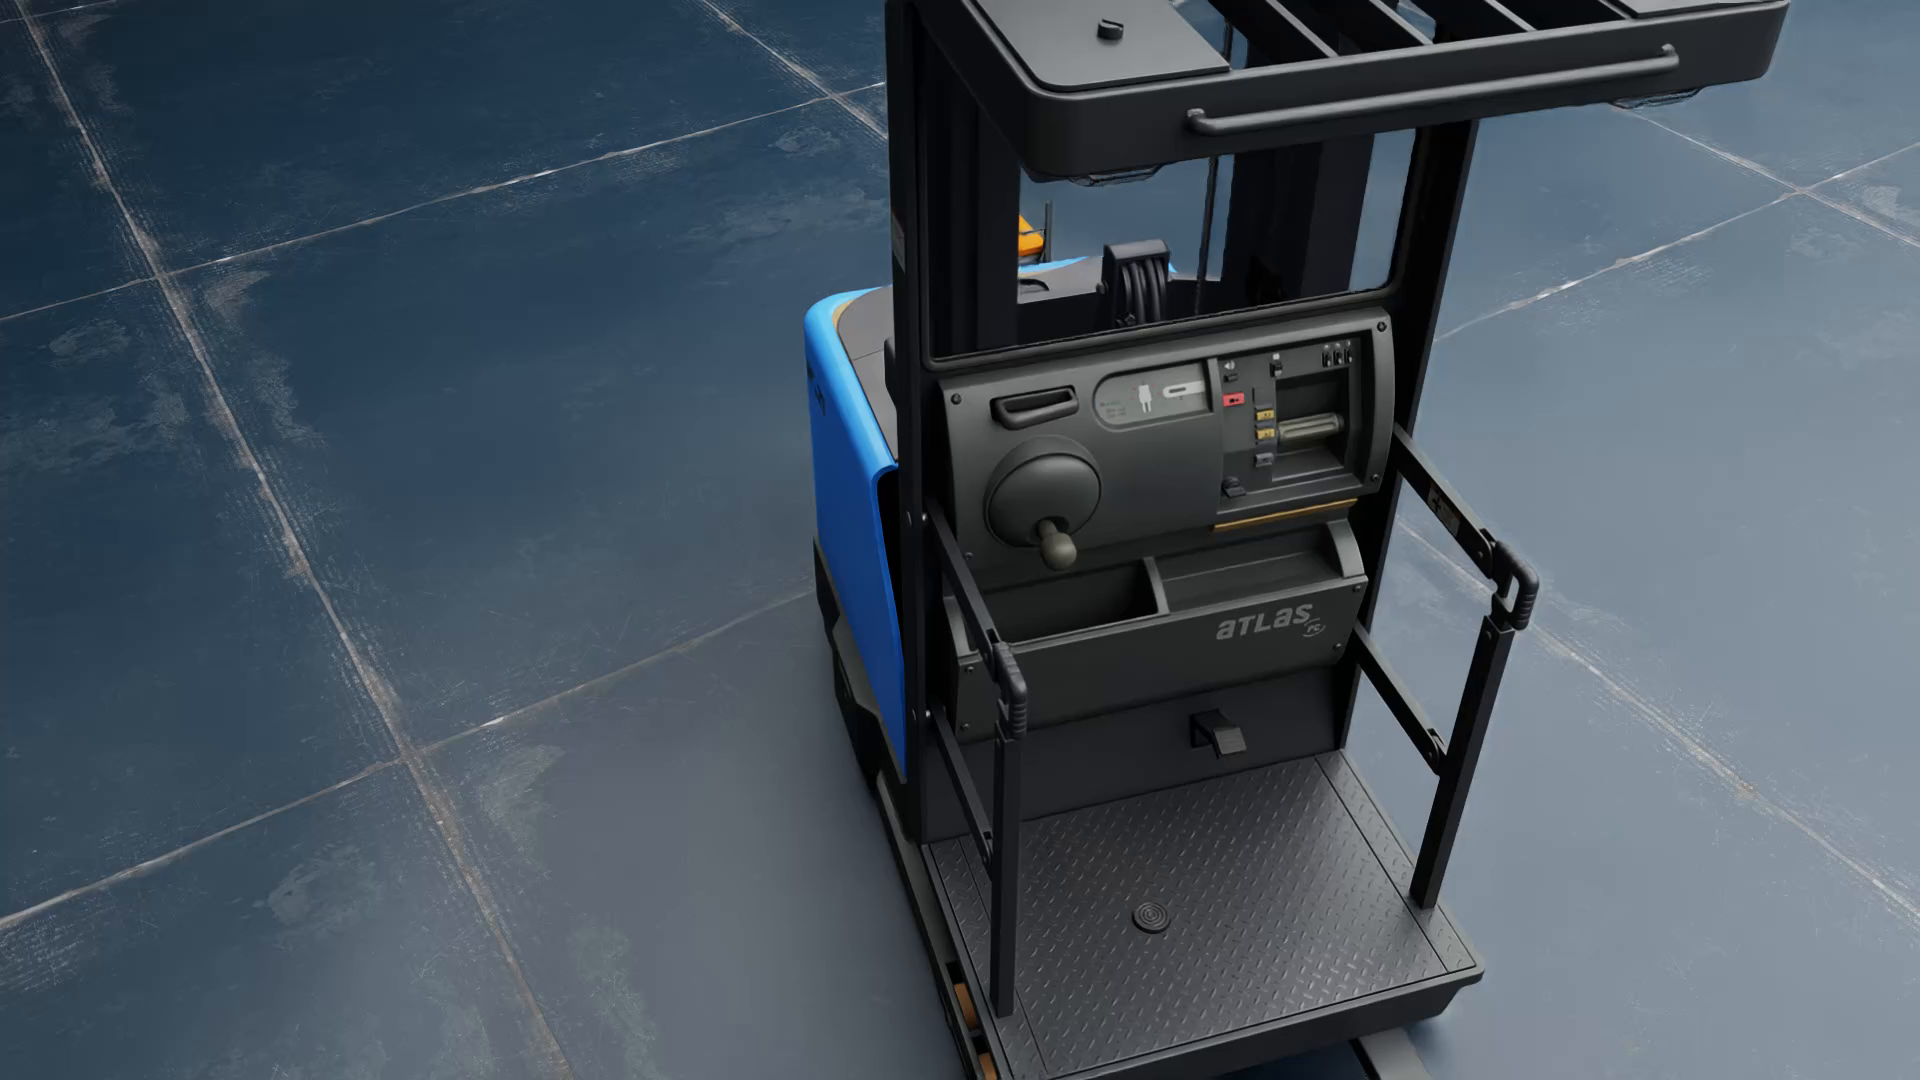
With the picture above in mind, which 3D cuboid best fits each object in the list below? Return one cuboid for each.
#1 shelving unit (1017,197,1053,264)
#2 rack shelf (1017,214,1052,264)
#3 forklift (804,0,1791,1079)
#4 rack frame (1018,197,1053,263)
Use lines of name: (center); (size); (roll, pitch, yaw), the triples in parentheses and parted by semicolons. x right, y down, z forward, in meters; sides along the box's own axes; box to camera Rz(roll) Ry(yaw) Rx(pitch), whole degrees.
shelving unit: (0.036, -0.568, 4.994); (0.258, 1.200, 0.503); (-17, 43, -19)
rack shelf: (0.036, -0.870, 4.743); (0.258, 0.148, 0.480); (-17, 43, -19)
forklift: (0.484, -0.118, 3.102); (1.130, 2.935, 3.031); (-11, 41, -13)
rack frame: (0.139, -0.426, 4.825); (0.240, 1.200, 0.015); (-17, 43, -19)
